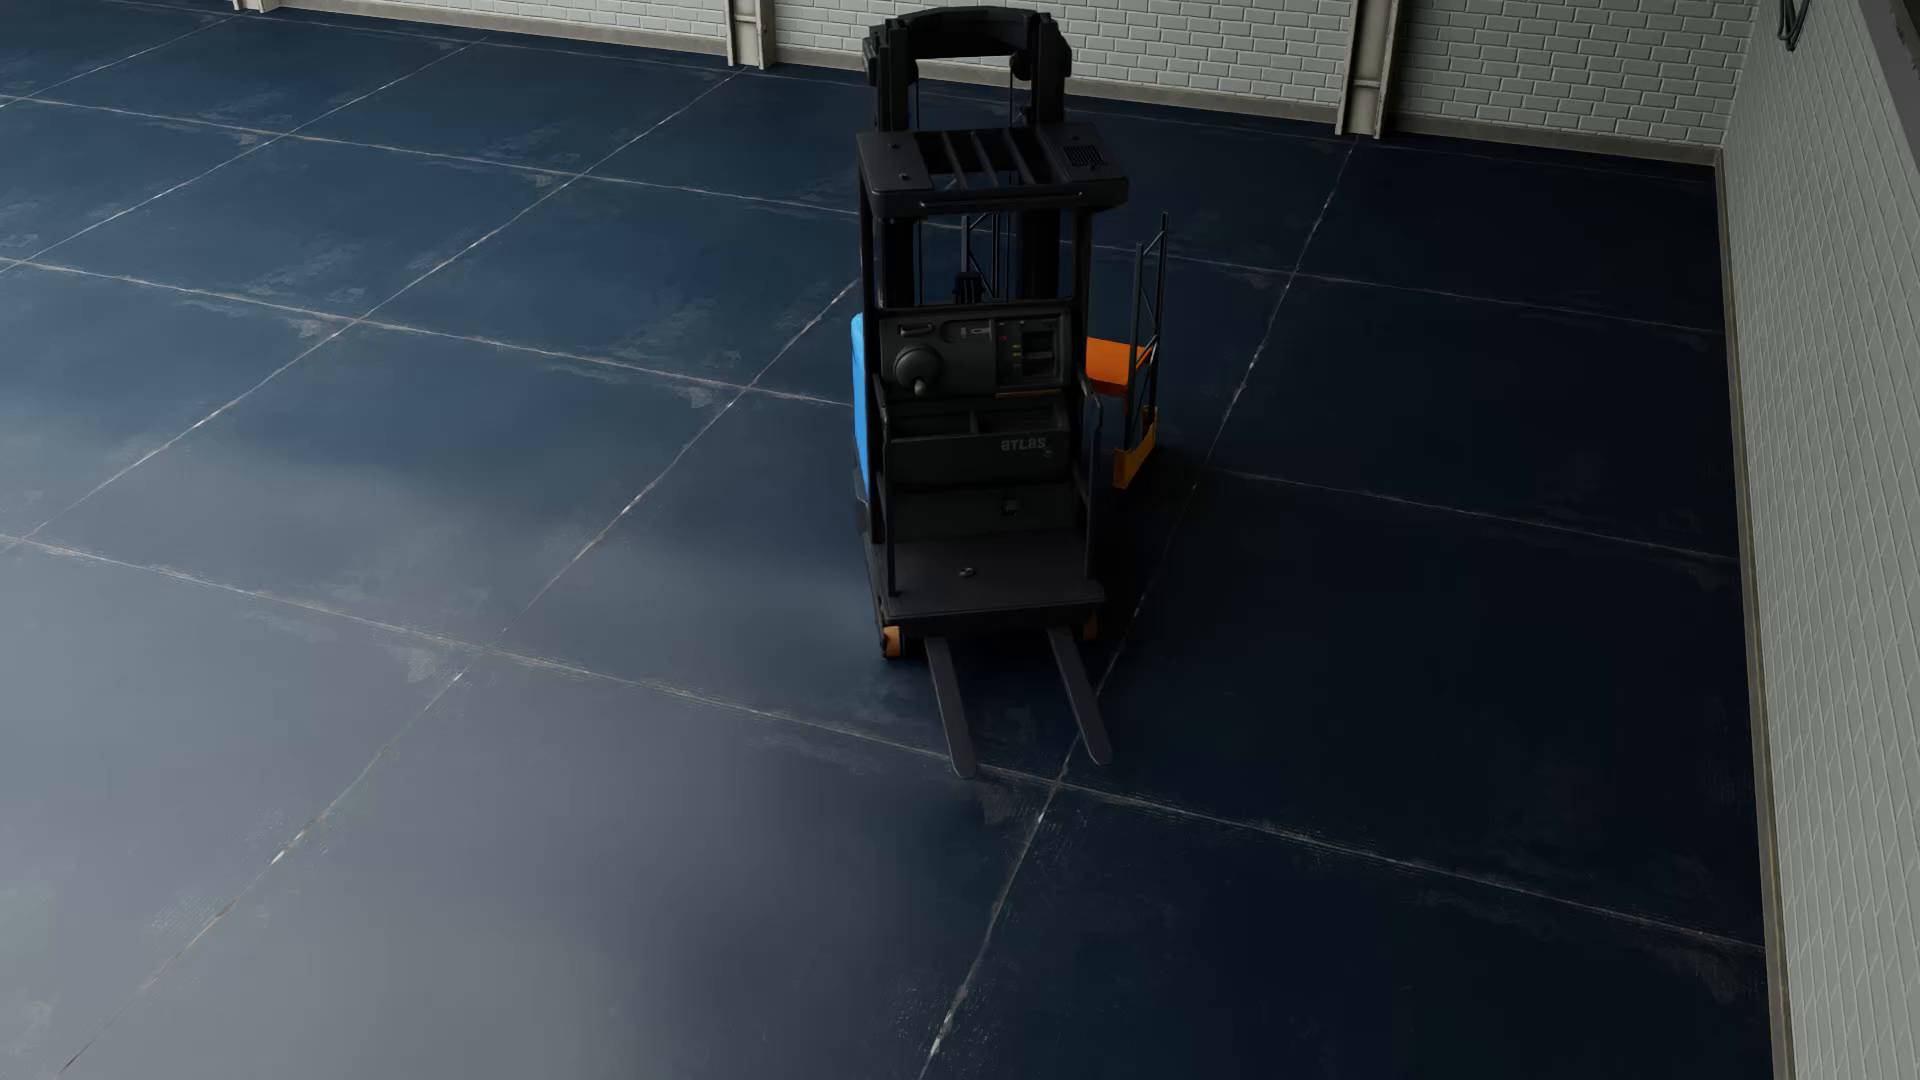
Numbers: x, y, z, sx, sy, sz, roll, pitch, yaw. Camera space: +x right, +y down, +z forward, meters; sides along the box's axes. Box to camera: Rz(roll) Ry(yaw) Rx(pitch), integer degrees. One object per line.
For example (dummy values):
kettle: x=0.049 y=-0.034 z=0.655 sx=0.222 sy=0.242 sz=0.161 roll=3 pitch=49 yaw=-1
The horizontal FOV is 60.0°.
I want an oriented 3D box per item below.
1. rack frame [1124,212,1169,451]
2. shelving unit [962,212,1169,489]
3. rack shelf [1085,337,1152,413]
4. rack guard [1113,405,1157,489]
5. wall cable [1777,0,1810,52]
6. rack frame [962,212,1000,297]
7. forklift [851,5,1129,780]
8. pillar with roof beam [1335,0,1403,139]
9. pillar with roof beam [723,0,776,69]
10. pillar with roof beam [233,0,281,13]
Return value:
rack frame: x=1.056 y=-1.075 z=9.500 sx=0.032 sy=1.500 sz=0.500 roll=13 pitch=35 yaw=19
shelving unit: x=0.580 y=-1.185 z=9.671 sx=1.083 sy=1.500 sz=0.587 roll=13 pitch=35 yaw=19
rack shelf: x=0.588 y=-1.032 z=9.766 sx=1.000 sy=0.185 sz=0.538 roll=13 pitch=35 yaw=19
rack guard: x=1.038 y=-0.554 z=9.845 sx=0.087 sy=0.250 sz=0.587 roll=13 pitch=35 yaw=19
wall cable: x=5.908 y=-4.923 z=11.409 sx=0.112 sy=2.526 sz=3.097 roll=11 pitch=34 yaw=16
rack frame: x=0.121 y=-1.292 z=9.836 sx=0.032 sy=1.500 sz=0.500 roll=13 pitch=35 yaw=19
forklift: x=0.112 y=-0.848 z=7.829 sx=1.130 sy=2.935 sz=3.031 roll=-5 pitch=33 yaw=-7
pillar with roof beam: x=2.129 y=-5.243 z=9.043 sx=0.400 sy=9.000 sz=9.100 roll=11 pitch=34 yaw=16
pillar with roof beam: x=-3.519 y=-6.341 z=10.744 sx=0.400 sy=9.000 sz=9.100 roll=11 pitch=34 yaw=16
pillar with roof beam: x=-9.168 y=-7.439 z=12.444 sx=0.400 sy=9.000 sz=9.100 roll=11 pitch=34 yaw=16
